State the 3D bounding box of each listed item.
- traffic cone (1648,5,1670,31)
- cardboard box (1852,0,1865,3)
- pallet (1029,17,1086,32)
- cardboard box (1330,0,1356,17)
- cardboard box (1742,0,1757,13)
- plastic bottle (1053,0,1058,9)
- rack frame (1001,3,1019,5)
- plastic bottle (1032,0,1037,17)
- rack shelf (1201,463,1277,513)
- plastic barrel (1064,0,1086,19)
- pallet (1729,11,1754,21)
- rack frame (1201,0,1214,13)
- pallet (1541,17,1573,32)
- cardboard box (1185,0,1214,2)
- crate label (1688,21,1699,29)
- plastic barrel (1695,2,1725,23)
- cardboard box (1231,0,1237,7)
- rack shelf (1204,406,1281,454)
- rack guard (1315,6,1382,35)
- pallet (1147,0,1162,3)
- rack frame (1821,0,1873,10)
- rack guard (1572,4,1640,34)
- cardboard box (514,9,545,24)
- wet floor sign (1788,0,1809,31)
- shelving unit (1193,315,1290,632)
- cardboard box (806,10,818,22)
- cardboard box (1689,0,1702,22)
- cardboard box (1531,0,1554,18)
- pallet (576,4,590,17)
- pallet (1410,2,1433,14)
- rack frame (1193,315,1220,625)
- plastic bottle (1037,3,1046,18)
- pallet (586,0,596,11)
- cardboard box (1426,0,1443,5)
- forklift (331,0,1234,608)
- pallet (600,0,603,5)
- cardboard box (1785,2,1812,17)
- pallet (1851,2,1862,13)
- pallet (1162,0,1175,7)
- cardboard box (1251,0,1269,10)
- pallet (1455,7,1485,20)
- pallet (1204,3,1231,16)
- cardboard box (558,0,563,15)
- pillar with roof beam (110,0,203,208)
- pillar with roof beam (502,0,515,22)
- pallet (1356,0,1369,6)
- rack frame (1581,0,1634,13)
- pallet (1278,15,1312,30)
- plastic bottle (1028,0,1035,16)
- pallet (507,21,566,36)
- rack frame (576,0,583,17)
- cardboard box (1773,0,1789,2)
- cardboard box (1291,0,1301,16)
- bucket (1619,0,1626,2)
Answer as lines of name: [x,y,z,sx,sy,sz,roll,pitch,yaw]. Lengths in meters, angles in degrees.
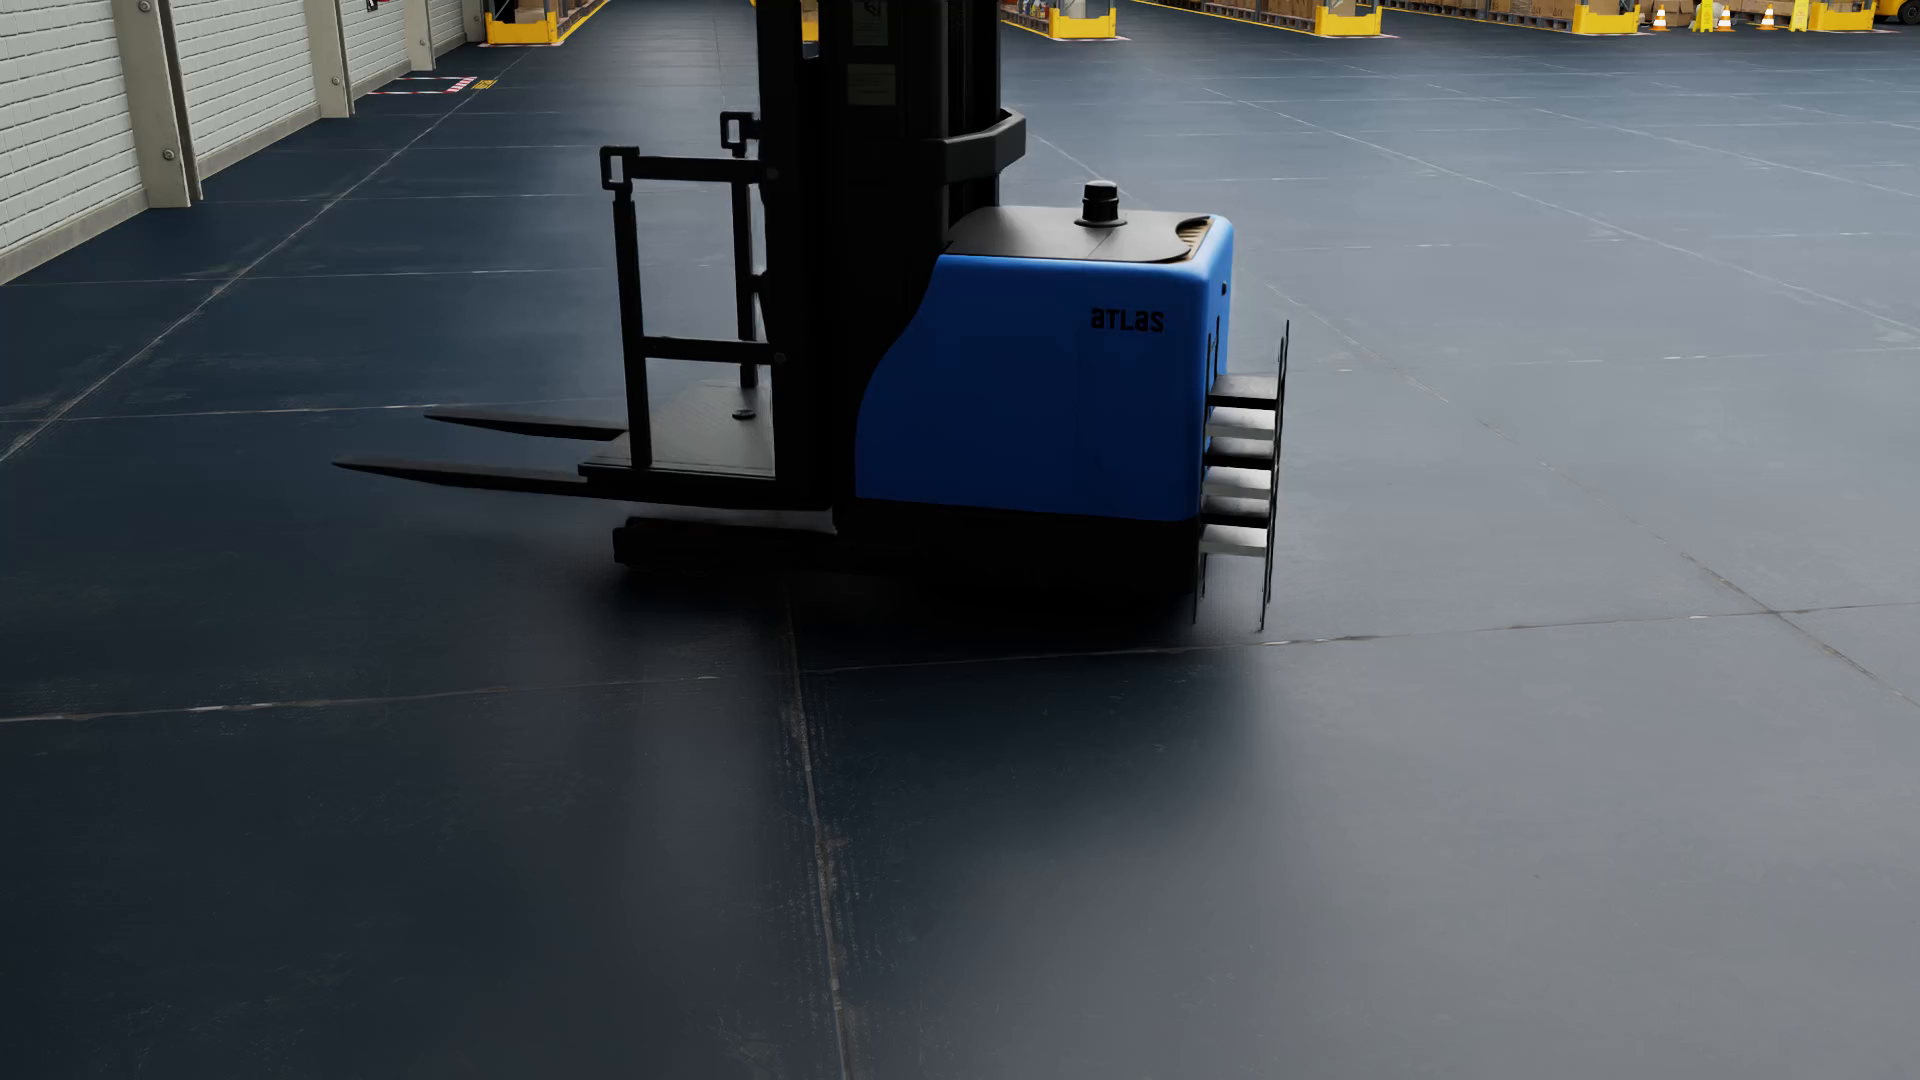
traffic cone: [13.416,-10.001,31.832,0.336,0.463,0.334,-3,21,-8]
cardboard box: [21.004,-12.649,38.090,0.875,0.625,0.625,-4,21,-10]
pallet: [1.921,-9.890,31.894,1.003,0.211,1.213,-3,21,-8]
cardboard box: [7.091,-9.962,31.073,0.500,0.500,0.500,1,20,2]
cardboard box: [16.379,-10.927,34.014,0.500,0.250,0.500,-3,21,-8]
plastic bottle: [1.922,-10.604,32.976,0.144,0.351,0.185,-3,21,-8]
rack frame: [1.110,-13.239,36.876,1.000,3.000,0.127,-3,21,-8]
plastic bottle: [1.481,-10.306,32.181,0.144,0.351,0.185,-3,21,-8]
rack shelf: [0.836,-0.165,4.966,0.200,0.077,0.258,5,21,14]
plastic barrel: [2.093,-9.724,30.421,0.421,0.512,0.421,0,20,0]
pallet: [16.526,-11.067,35.045,1.003,0.211,1.213,-3,21,-8]
rack frame: [6.011,-13.489,37.544,1.000,3.000,0.127,-3,21,-8]
pallet: [11.894,-9.901,31.923,1.003,0.211,1.213,-3,21,-8]
cardboard box: [5.932,-12.930,38.485,1.225,0.875,0.875,-4,21,-10]
crate label: [14.408,-10.057,32.447,0.250,0.136,0.298,-15,25,-35]
plastic barrel: [15.175,-10.651,33.628,0.512,0.421,0.421,12,24,30]
cardboard box: [6.309,-11.906,36.249,0.700,0.500,0.500,-1,21,-3]
rack shelf: [0.836,-0.333,4.903,0.200,0.077,0.258,5,21,14]
rack guard: [7.153,-9.574,30.636,1.175,0.500,0.348,-3,21,-8]
pallet: [5.402,-13.835,42.456,1.003,0.211,1.213,-3,21,-8]
rack frame: [16.971,-11.219,31.467,1.000,3.000,0.127,-3,21,-8]
rack guard: [12.090,-9.755,31.120,1.175,0.500,0.348,-3,21,-8]
cardboard box: [-7.551,-9.160,29.169,0.500,0.311,0.500,-5,21,-14]
wet floor sign: [15.939,-9.996,31.558,0.267,0.644,0.232,4,21,11]
shelving unit: [0.836,-0.196,4.955,0.210,0.900,0.258,5,21,14]
cardboard box: [-2.496,-9.326,29.729,0.500,0.250,0.500,-3,21,-8]
cardboard box: [15.202,-10.994,34.434,0.500,0.500,0.500,12,24,29]
cardboard box: [11.795,-10.672,32.438,0.875,0.875,0.875,-3,21,-9]
pallet: [-8.733,-11.710,36.767,1.003,0.211,1.213,-3,21,-8]
pallet: [10.973,-12.121,37.867,1.003,0.211,1.213,-3,21,-8]
rack frame: [0.738,-0.205,4.979,0.006,0.900,0.240,5,21,14]
plastic bottle: [1.555,-10.102,31.740,0.152,0.276,0.135,-3,21,-7]
pallet: [-9.085,-12.555,39.029,1.003,0.211,1.213,-3,21,-8]
cardboard box: [11.062,-12.329,37.054,1.050,0.750,0.750,-3,21,-7]
forklift: [-0.646,-1.424,5.338,3.031,2.935,1.130,5,21,13]
pallet: [-9.482,-13.509,41.583,1.003,0.211,1.213,-3,21,-8]
cardboard box: [16.585,-10.402,32.609,0.500,0.250,0.500,-3,21,-8]
pallet: [20.981,-12.226,38.147,1.003,0.211,1.213,-3,21,-8]
pallet: [5.620,-13.304,41.035,1.003,0.211,1.213,-3,21,-8]
cardboard box: [6.520,-11.353,34.769,0.700,0.500,0.500,-5,21,-12]
pallet: [11.325,-11.276,35.605,1.003,0.211,1.213,-3,21,-8]
pallet: [6.122,-11.912,37.308,1.003,0.211,1.213,-3,21,-8]
cardboard box: [-8.240,-10.644,32.870,0.700,0.500,0.500,-2,21,-6]
pillar with roof beam: [-1.643,-6.964,11.499,9.100,9.000,0.400,-3,21,-8]
pillar with roof beam: [-5.102,-15.273,33.748,9.100,9.000,0.400,-3,21,-8]
pallet: [10.471,-13.513,41.595,1.003,0.211,1.213,-3,21,-8]
rack frame: [12.087,-10.934,30.704,1.000,3.000,0.127,-3,21,-8]
pallet: [6.899,-10.144,32.573,1.003,0.211,1.213,-3,21,-8]
plastic bottle: [1.419,-10.454,32.575,0.144,0.351,0.185,-4,21,-10]
pallet: [-7.806,-9.394,30.566,1.003,0.211,1.213,-3,21,-8]
rack frame: [-8.694,-12.739,35.538,1.000,3.000,0.127,-3,21,-8]
cardboard box: [16.519,-10.924,32.934,0.500,0.500,0.500,-2,21,-6]
cardboard box: [6.863,-10.580,32.729,0.500,0.500,0.500,-5,21,-13]
bucket: [13.811,-11.567,34.904,0.726,0.611,0.620,4,11,11]
